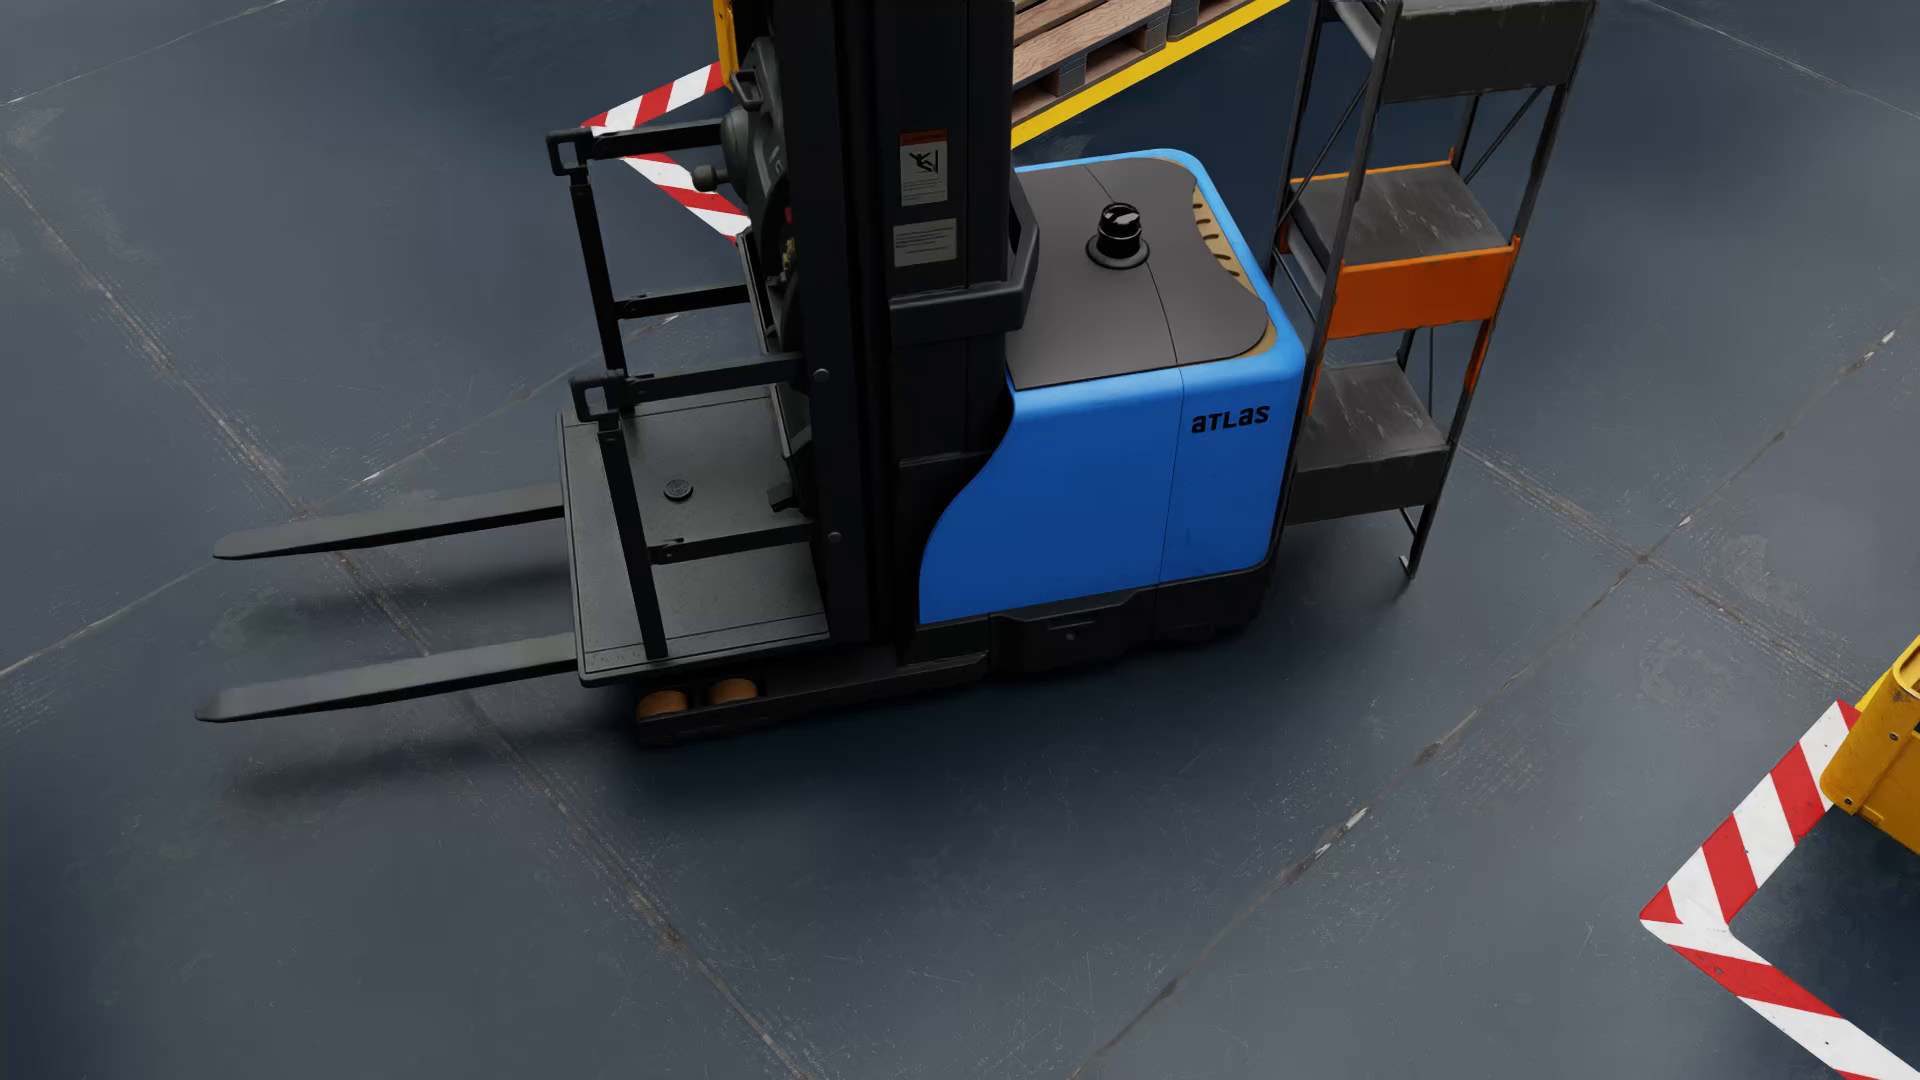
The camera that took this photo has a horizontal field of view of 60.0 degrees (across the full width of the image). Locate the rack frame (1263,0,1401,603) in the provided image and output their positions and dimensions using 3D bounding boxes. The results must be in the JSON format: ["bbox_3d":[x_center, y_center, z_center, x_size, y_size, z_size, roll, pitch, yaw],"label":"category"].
[{"bbox_3d":[0.893,-0.667,4.427,0.015,2.100,0.400,-9,48,-9],"label":"rack frame"}]

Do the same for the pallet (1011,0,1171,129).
[{"bbox_3d":[0.131,-2.196,7.133,1.213,0.211,1.003,-34,56,-27],"label":"pallet"}]

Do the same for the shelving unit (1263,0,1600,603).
[{"bbox_3d":[1.131,-0.703,4.465,0.503,2.100,0.431,-9,48,-9],"label":"shelving unit"}]

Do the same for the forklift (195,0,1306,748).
[{"bbox_3d":[-0.666,-0.841,4.032,3.031,2.935,1.130,-9,48,-9],"label":"forklift"}]

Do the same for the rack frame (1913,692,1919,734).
[{"bbox_3d":[2.824,-0.060,3.264,0.127,3.000,1.000,-34,56,-27],"label":"rack frame"}]

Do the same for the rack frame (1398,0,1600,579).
[{"bbox_3d":[1.369,-0.739,4.503,0.015,2.100,0.400,-9,48,-9],"label":"rack frame"}]

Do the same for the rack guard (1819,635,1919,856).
[{"bbox_3d":[2.880,0.750,4.218,0.348,0.500,1.175,-34,56,-27],"label":"rack guard"}]

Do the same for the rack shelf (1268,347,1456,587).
[{"bbox_3d":[1.121,-0.217,4.988,0.480,0.518,0.431,-9,48,-9],"label":"rack shelf"}]

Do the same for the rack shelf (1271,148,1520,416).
[{"bbox_3d":[1.131,-0.693,4.475,0.480,0.518,0.431,-9,48,-9],"label":"rack shelf"}]

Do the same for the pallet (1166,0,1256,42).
[{"bbox_3d":[1.033,-2.797,7.687,1.213,0.211,1.003,-34,56,-27],"label":"pallet"}]

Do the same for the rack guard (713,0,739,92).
[{"bbox_3d":[-0.514,-1.889,6.653,0.348,0.500,1.175,-34,56,-27],"label":"rack guard"}]

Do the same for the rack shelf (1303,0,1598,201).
[{"bbox_3d":[1.140,-1.170,3.962,0.480,0.518,0.431,-9,48,-9],"label":"rack shelf"}]
